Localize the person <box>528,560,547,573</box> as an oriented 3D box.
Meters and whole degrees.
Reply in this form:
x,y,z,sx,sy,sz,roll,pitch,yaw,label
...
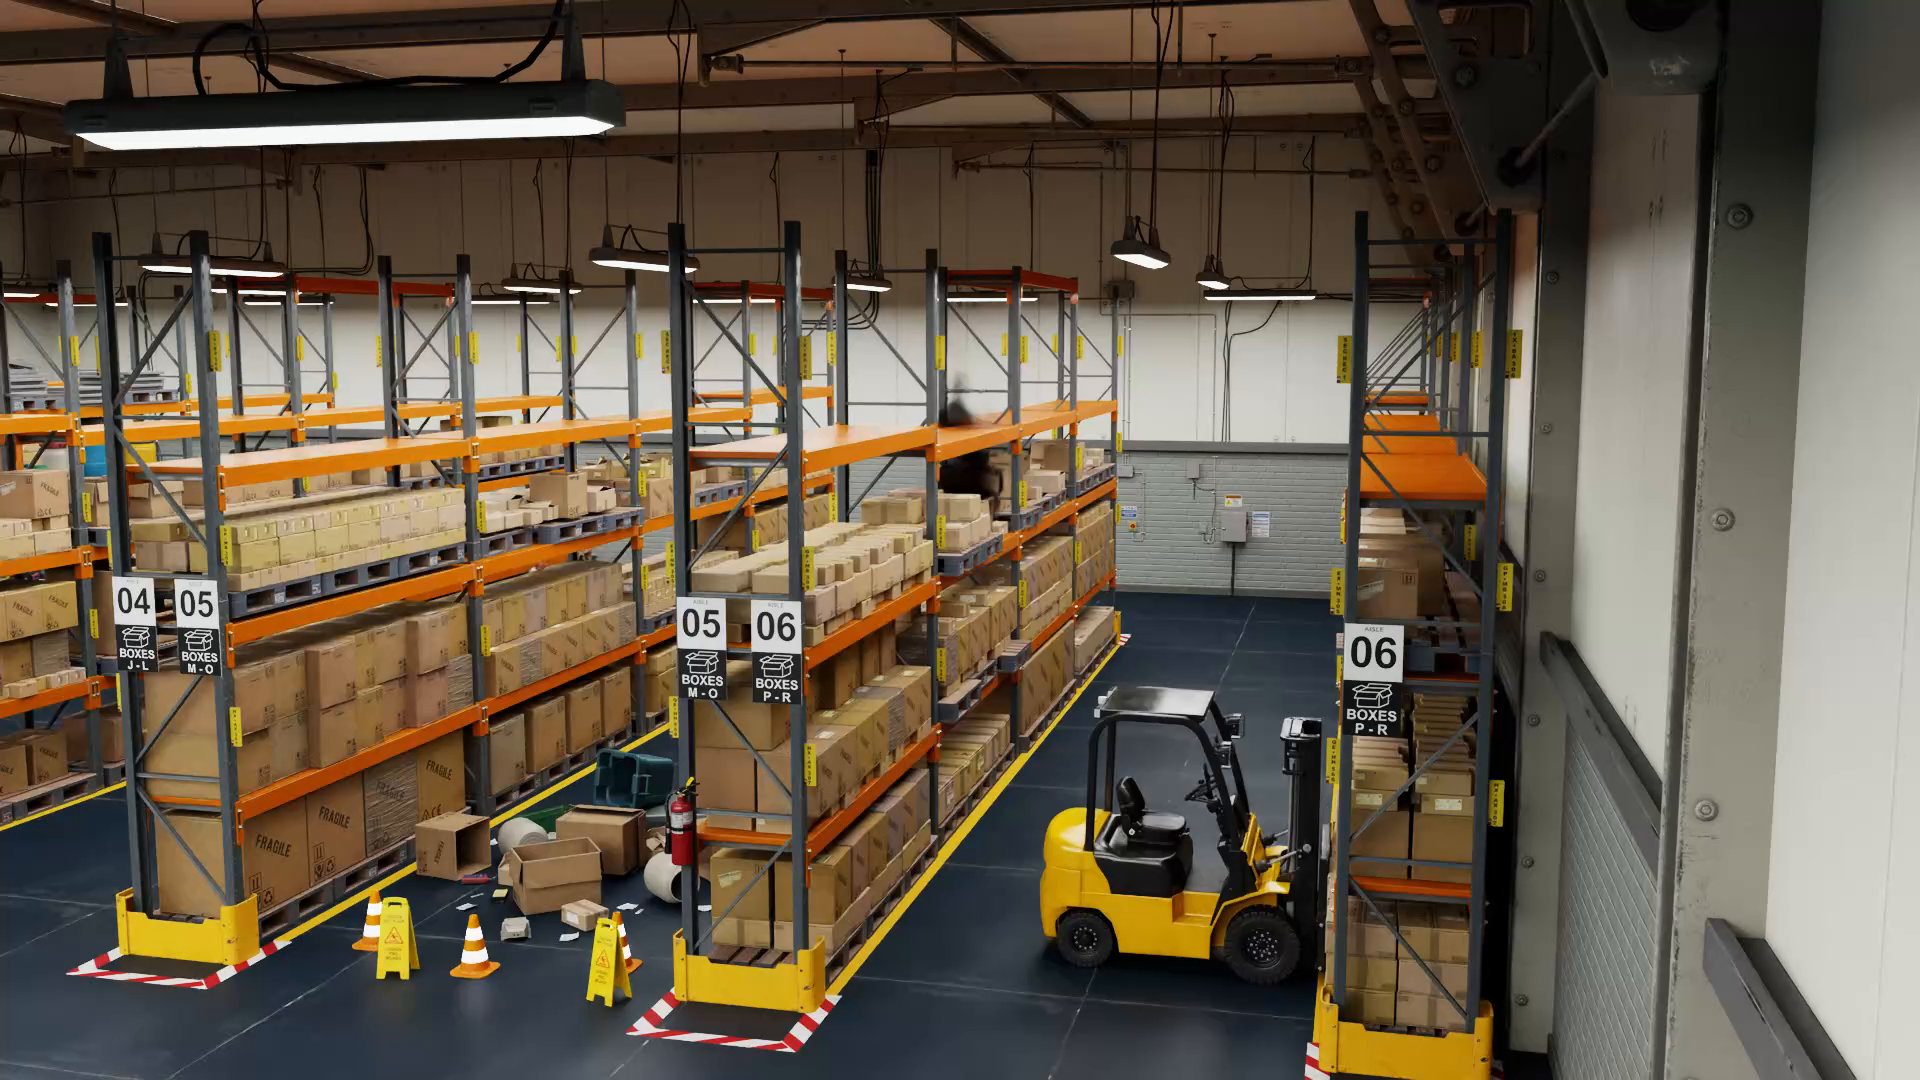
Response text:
x,y,z,sx,sy,sz,roll,pitch,yaw,label
-6.590,1.080,26.356,0.573,1.831,0.897,0,7,2,person

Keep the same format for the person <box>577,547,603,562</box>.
x,y,z,sx,sy,sz,roll,pitch,yaw,label
-6.307,0.875,28.341,0.670,1.728,0.892,2,7,14,person
